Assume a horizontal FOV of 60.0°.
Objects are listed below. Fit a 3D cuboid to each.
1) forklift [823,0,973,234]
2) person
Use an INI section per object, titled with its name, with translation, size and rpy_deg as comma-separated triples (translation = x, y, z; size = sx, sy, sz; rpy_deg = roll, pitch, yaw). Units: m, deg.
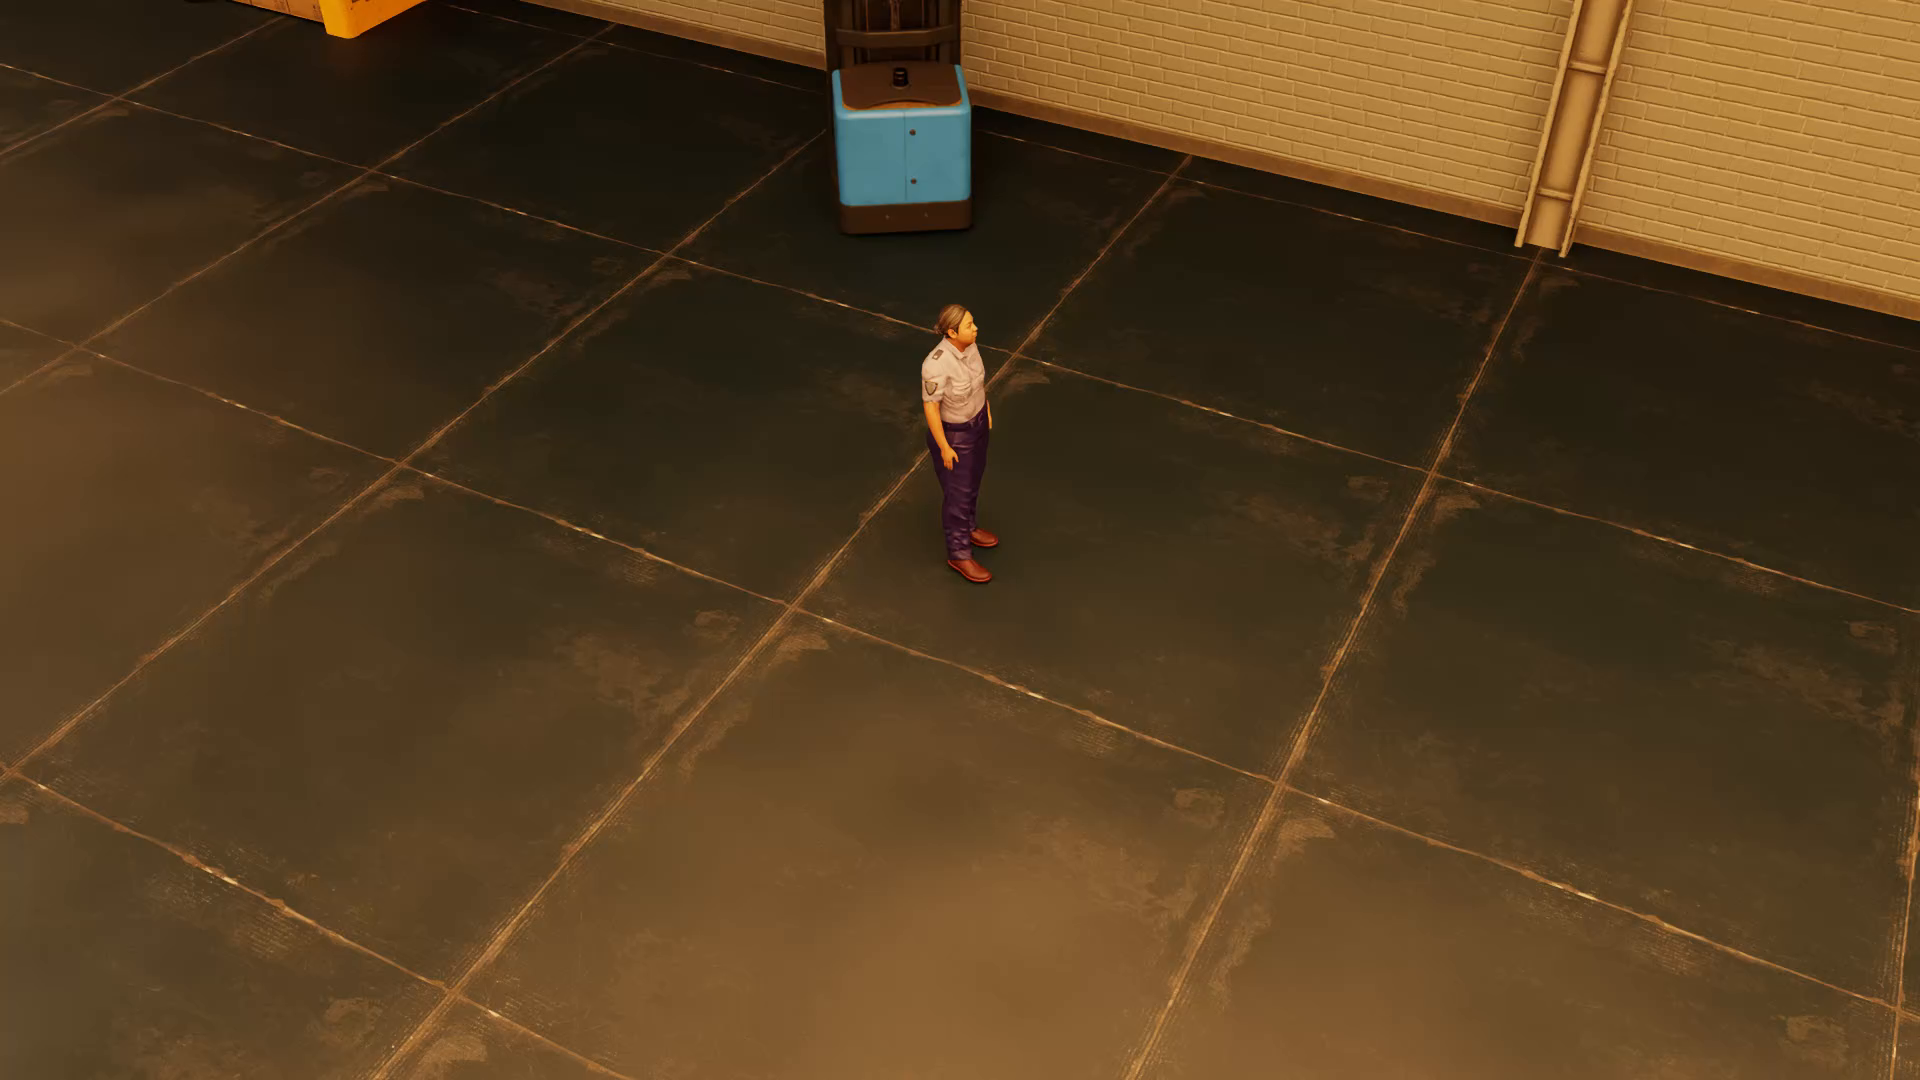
[forklift]
translation = -0.560, -4.452, 13.273
size = 1.130, 2.935, 3.031
rpy_deg = -4, 40, -4
[person]
translation = 0.069, -0.597, 9.679
size = 0.503, 1.651, 0.598
rpy_deg = 18, 43, 21
